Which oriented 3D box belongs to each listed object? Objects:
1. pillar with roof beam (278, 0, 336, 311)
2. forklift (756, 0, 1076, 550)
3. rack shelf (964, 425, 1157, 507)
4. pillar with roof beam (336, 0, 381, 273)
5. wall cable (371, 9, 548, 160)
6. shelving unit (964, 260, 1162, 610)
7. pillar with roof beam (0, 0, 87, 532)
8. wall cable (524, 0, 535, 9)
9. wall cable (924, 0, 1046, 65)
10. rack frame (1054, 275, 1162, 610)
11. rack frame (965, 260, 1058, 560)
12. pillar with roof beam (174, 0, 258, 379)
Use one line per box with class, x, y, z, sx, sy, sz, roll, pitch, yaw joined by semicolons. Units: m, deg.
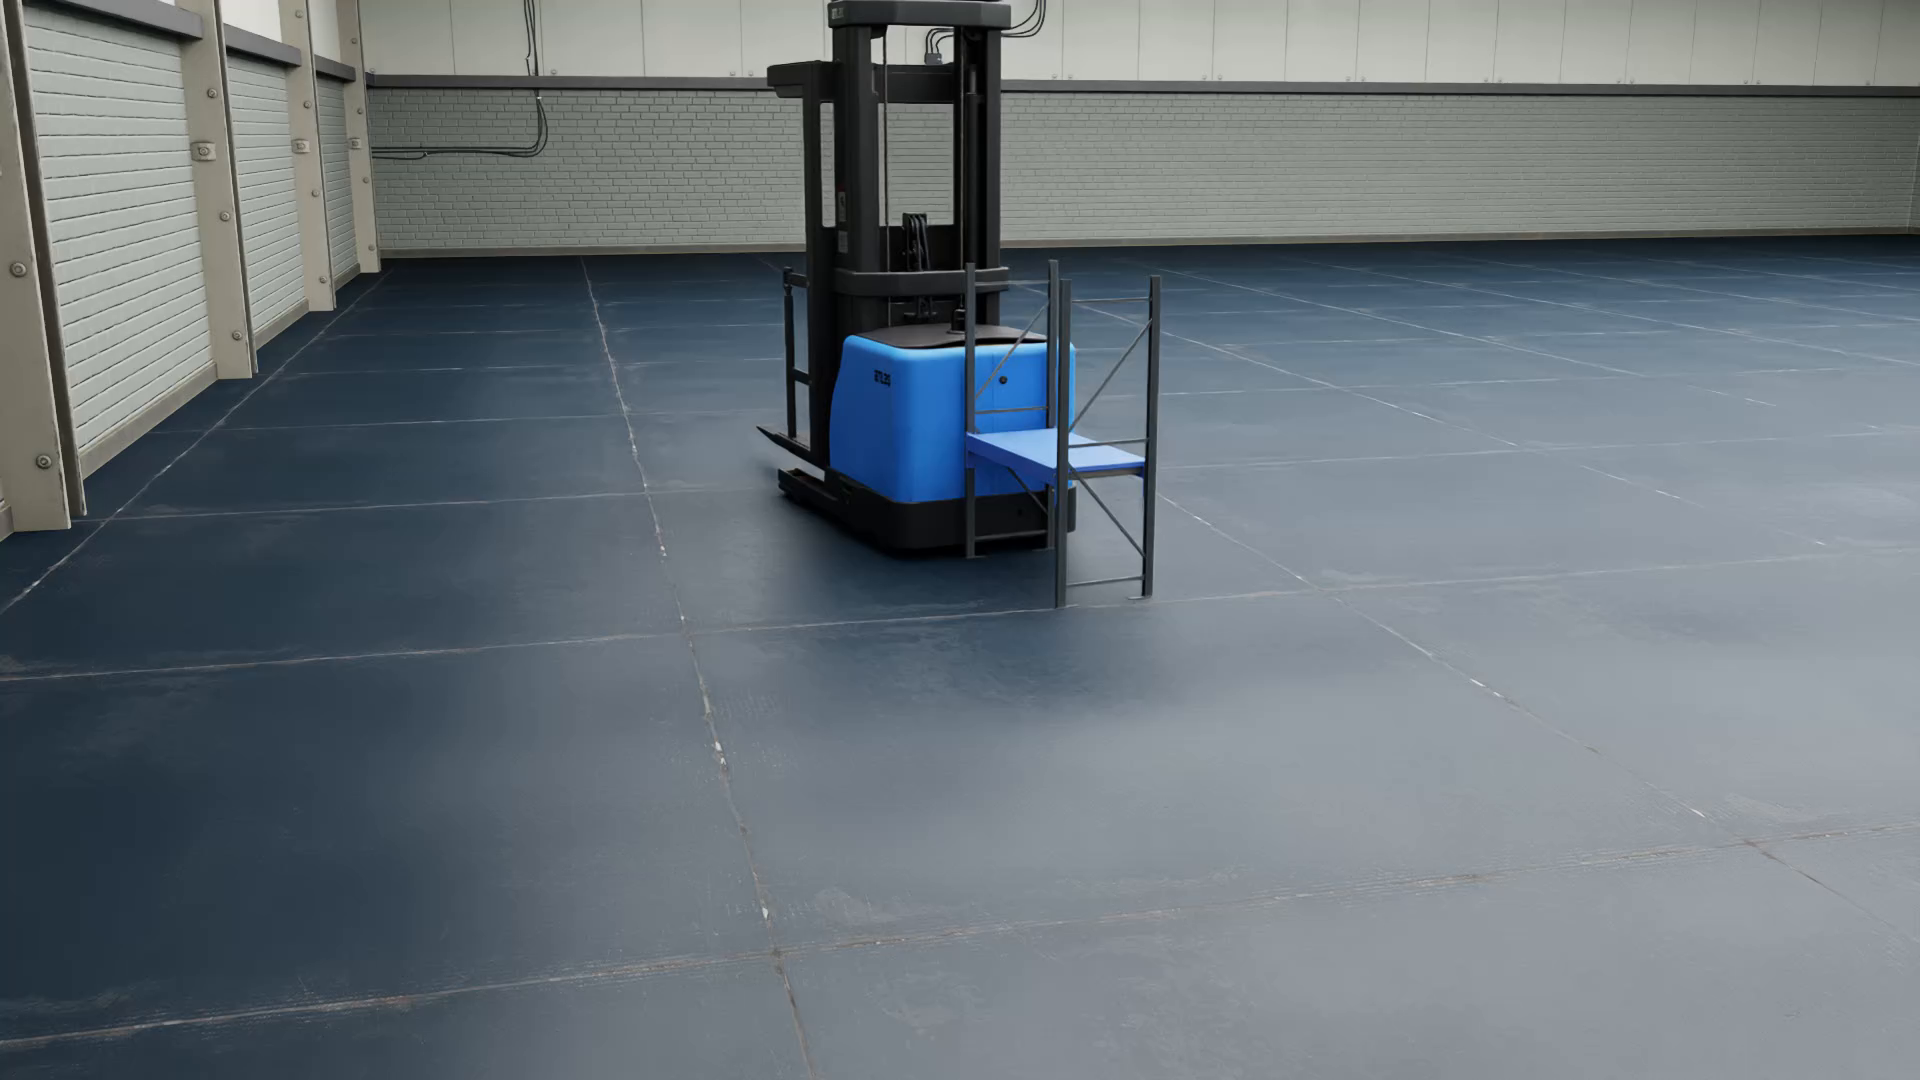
pillar with roof beam;-3.750;-7.478;20.574;9.100;9.000;0.400;-3;14;-13
forklift;-0.442;-1.677;9.617;1.130;2.935;3.031;-6;15;-23
rack shelf;0.464;-0.369;8.037;0.538;0.185;1.000;-6;15;-23
pillar with roof beam;-5.160;-8.862;26.240;9.100;9.000;0.400;-3;14;-13
wall cable;-8.751;-7.867;28.709;3.097;2.526;0.112;-3;14;-13
shelving unit;0.464;-0.544;7.994;0.538;1.500;1.048;-6;15;-23
pillar with roof beam;-0.932;-4.710;9.243;9.100;9.000;0.400;-3;14;-13
wall cable;-6.121;-10.471;28.727;3.097;2.526;0.112;-3;14;-13
wall cable;0.481;-11.553;30.088;2.305;6.003;0.169;-3;14;-13
rack frame;0.669;-0.434;7.542;0.500;1.500;0.032;-6;15;-23
rack frame;0.258;-0.655;8.446;0.500;1.500;0.032;-6;15;-23
pillar with roof beam;-2.341;-6.094;14.908;9.100;9.000;0.400;-3;14;-13
